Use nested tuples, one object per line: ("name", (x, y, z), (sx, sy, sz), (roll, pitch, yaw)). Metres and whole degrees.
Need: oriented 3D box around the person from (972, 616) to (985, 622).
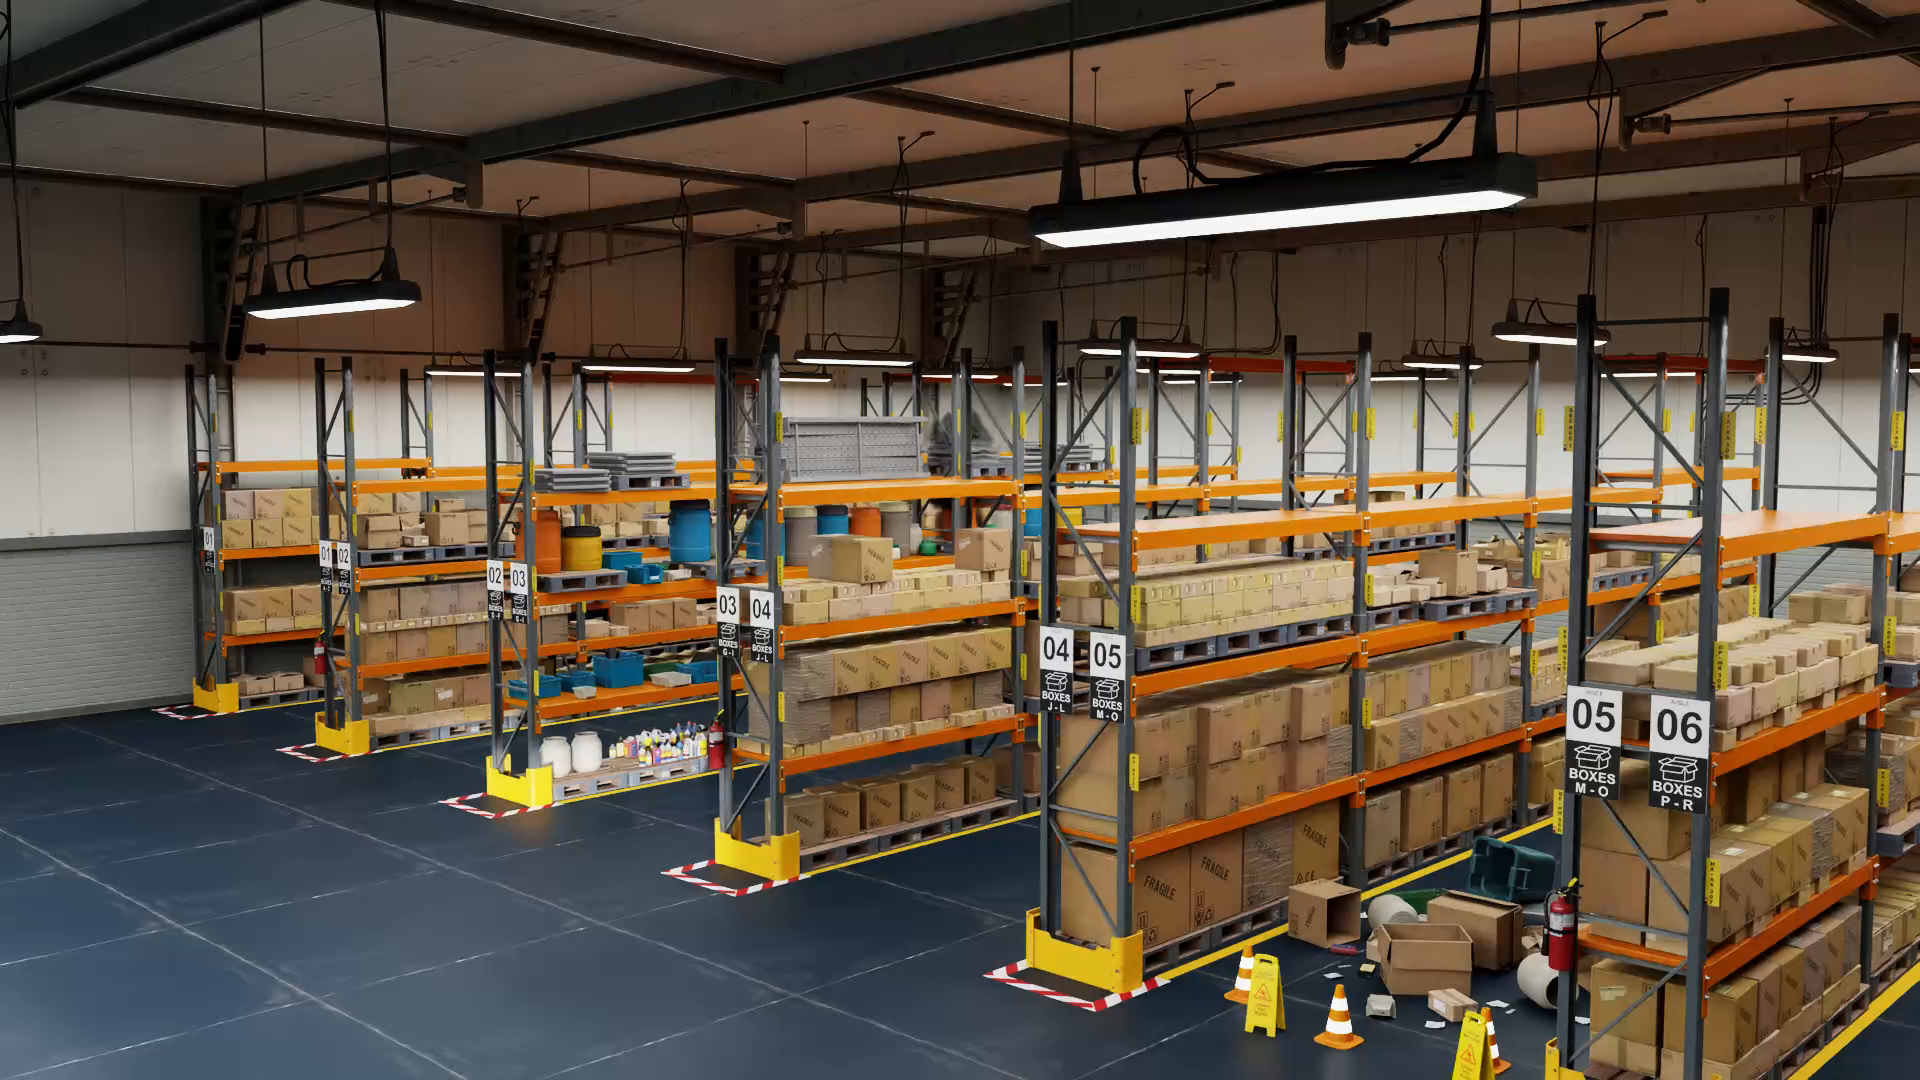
("person", (0.492, 1.793, 32.952), (0.715, 1.713, 0.709), (2, 5, 26))
